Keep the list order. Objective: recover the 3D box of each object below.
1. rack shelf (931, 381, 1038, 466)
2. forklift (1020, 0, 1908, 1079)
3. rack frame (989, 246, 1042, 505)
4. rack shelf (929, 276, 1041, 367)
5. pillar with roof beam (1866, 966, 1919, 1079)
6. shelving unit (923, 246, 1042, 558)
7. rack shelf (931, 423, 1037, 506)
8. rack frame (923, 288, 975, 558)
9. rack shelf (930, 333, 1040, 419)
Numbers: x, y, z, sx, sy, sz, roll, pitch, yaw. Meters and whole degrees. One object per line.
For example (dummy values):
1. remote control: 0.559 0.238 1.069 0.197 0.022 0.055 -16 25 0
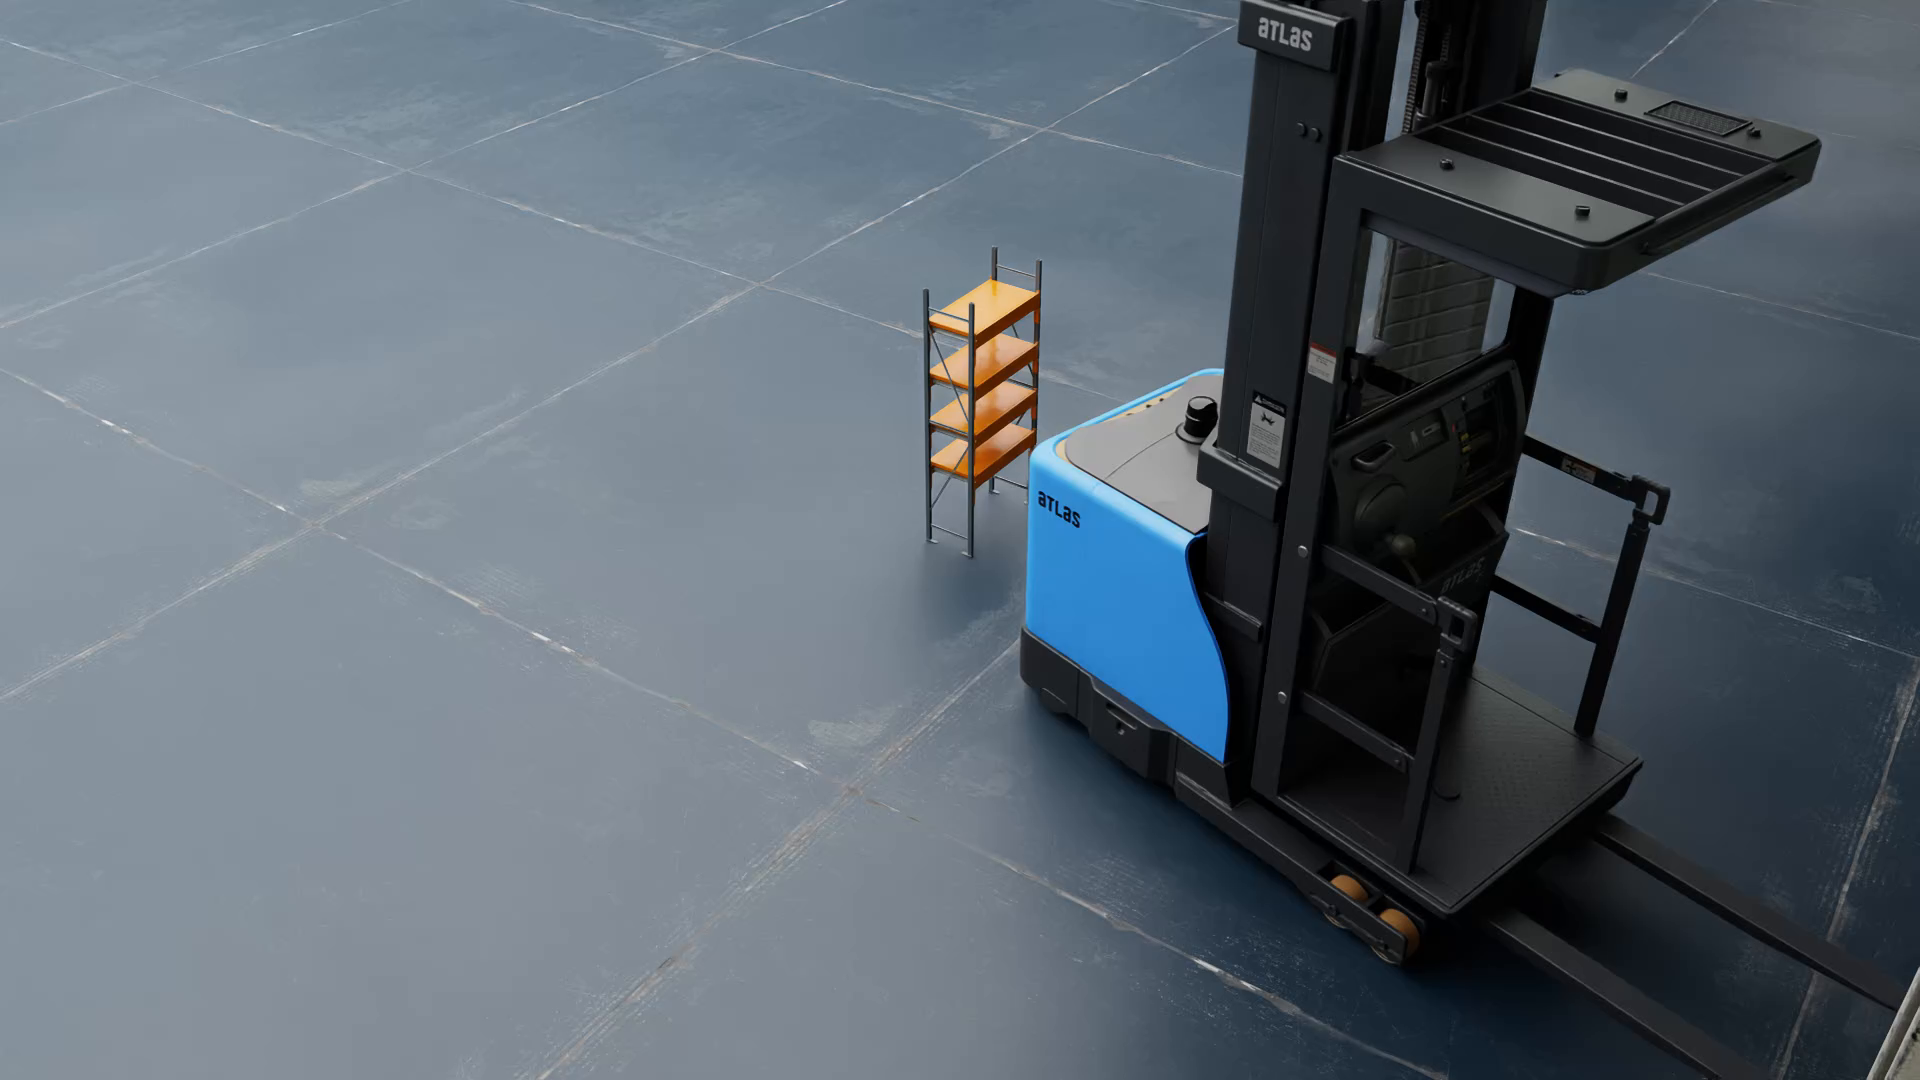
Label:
1. rack shelf: 0.094 -0.517 7.064 0.258 0.148 0.480 21 39 28
2. forklift: 1.567 -0.198 4.926 1.130 2.935 3.031 -26 42 -33
3. rack frame: 0.233 -0.686 7.193 0.240 1.200 0.015 21 39 28
4. rack shelf: 0.094 -0.899 6.806 0.258 0.148 0.480 21 39 28
5. pillar with roof beam: -1.189 -3.149 3.874 9.100 9.000 0.400 21 39 28
6. shelving unit: 0.094 -0.573 7.027 0.258 1.200 0.503 21 39 28
7. rack shelf: 0.094 -0.353 7.175 0.258 0.148 0.480 21 39 28
8. rack frame: -0.045 -0.461 6.860 0.240 1.200 0.015 21 39 28
9. rack shelf: 0.094 -0.703 6.939 0.258 0.148 0.480 21 39 28
